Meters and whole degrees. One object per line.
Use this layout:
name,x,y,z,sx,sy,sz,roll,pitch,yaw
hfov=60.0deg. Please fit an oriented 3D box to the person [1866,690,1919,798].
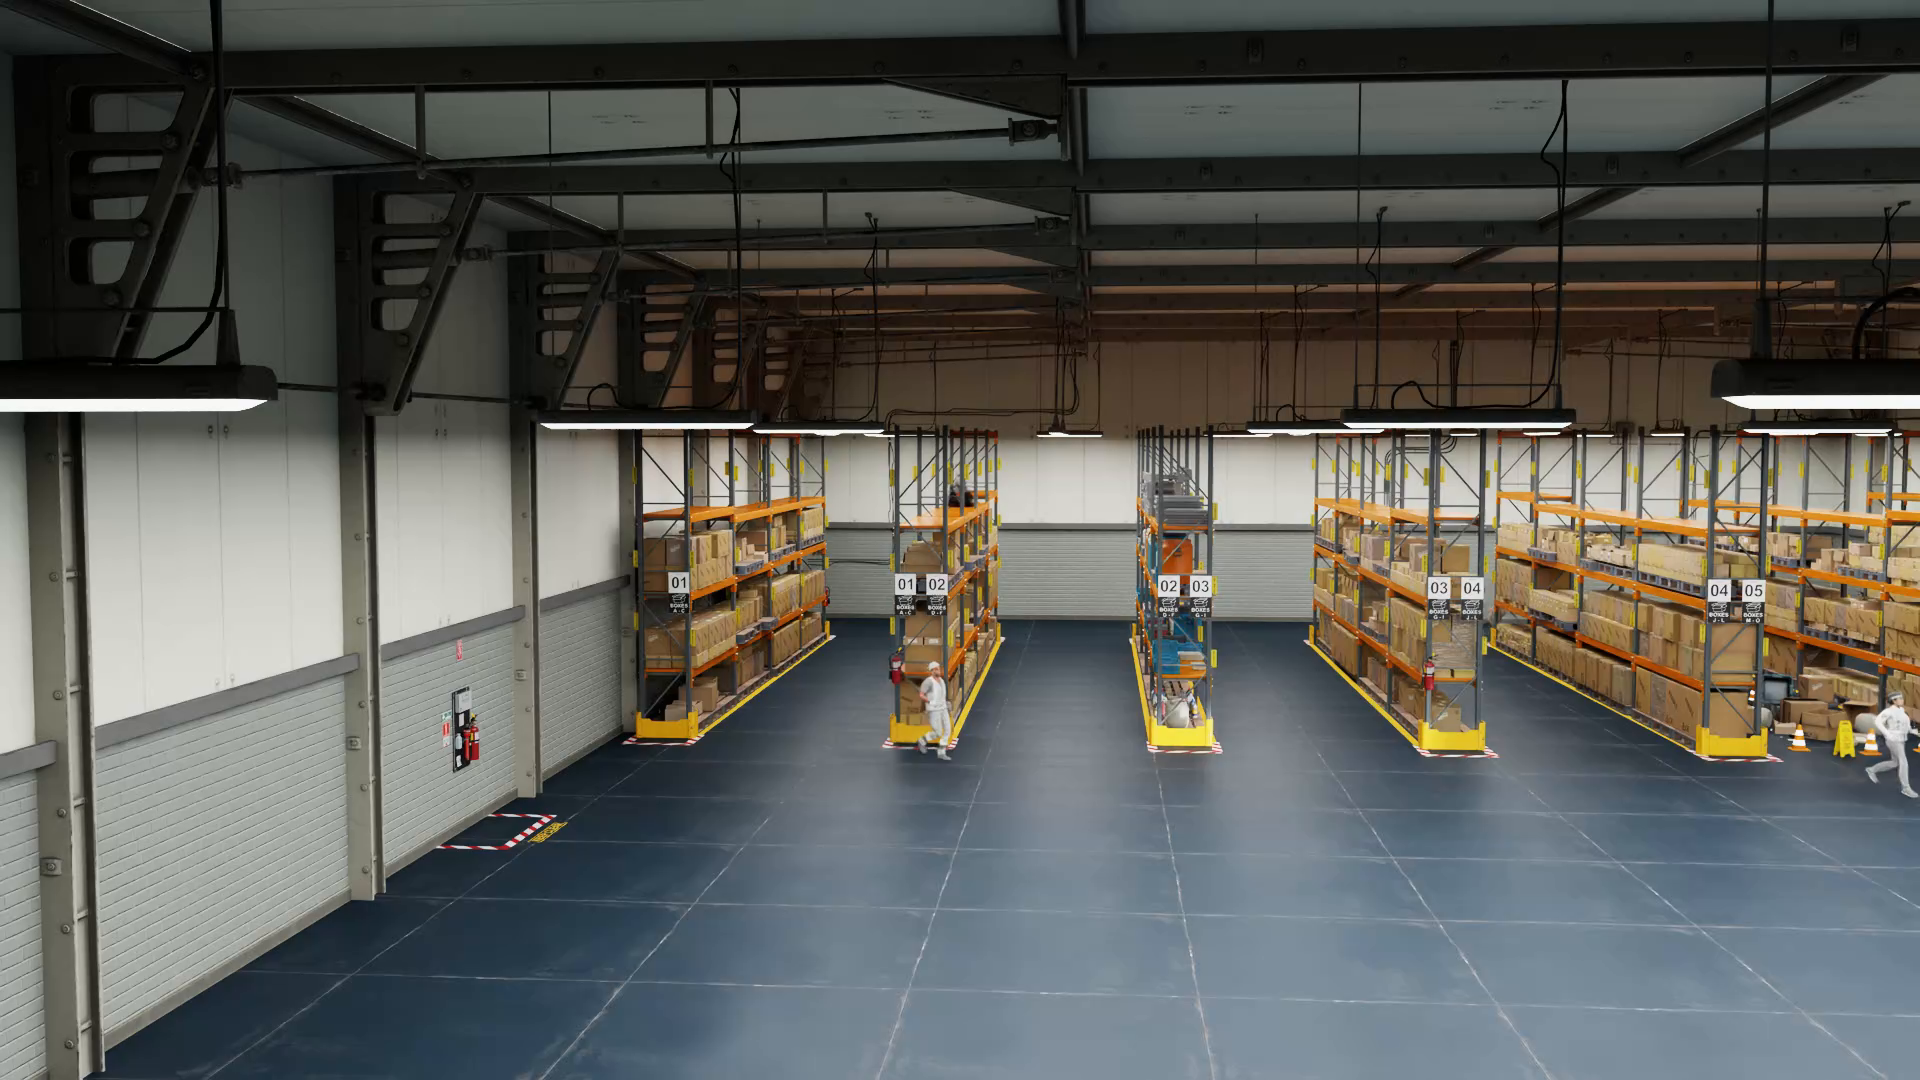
person,15.116,3.272,26.892,0.618,1.696,0.847,-3,4,-37

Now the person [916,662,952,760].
person,-0.457,3.061,29.837,0.696,1.764,0.673,3,4,38

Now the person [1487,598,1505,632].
person,15.358,2.040,47.574,0.539,1.651,0.700,1,4,21
